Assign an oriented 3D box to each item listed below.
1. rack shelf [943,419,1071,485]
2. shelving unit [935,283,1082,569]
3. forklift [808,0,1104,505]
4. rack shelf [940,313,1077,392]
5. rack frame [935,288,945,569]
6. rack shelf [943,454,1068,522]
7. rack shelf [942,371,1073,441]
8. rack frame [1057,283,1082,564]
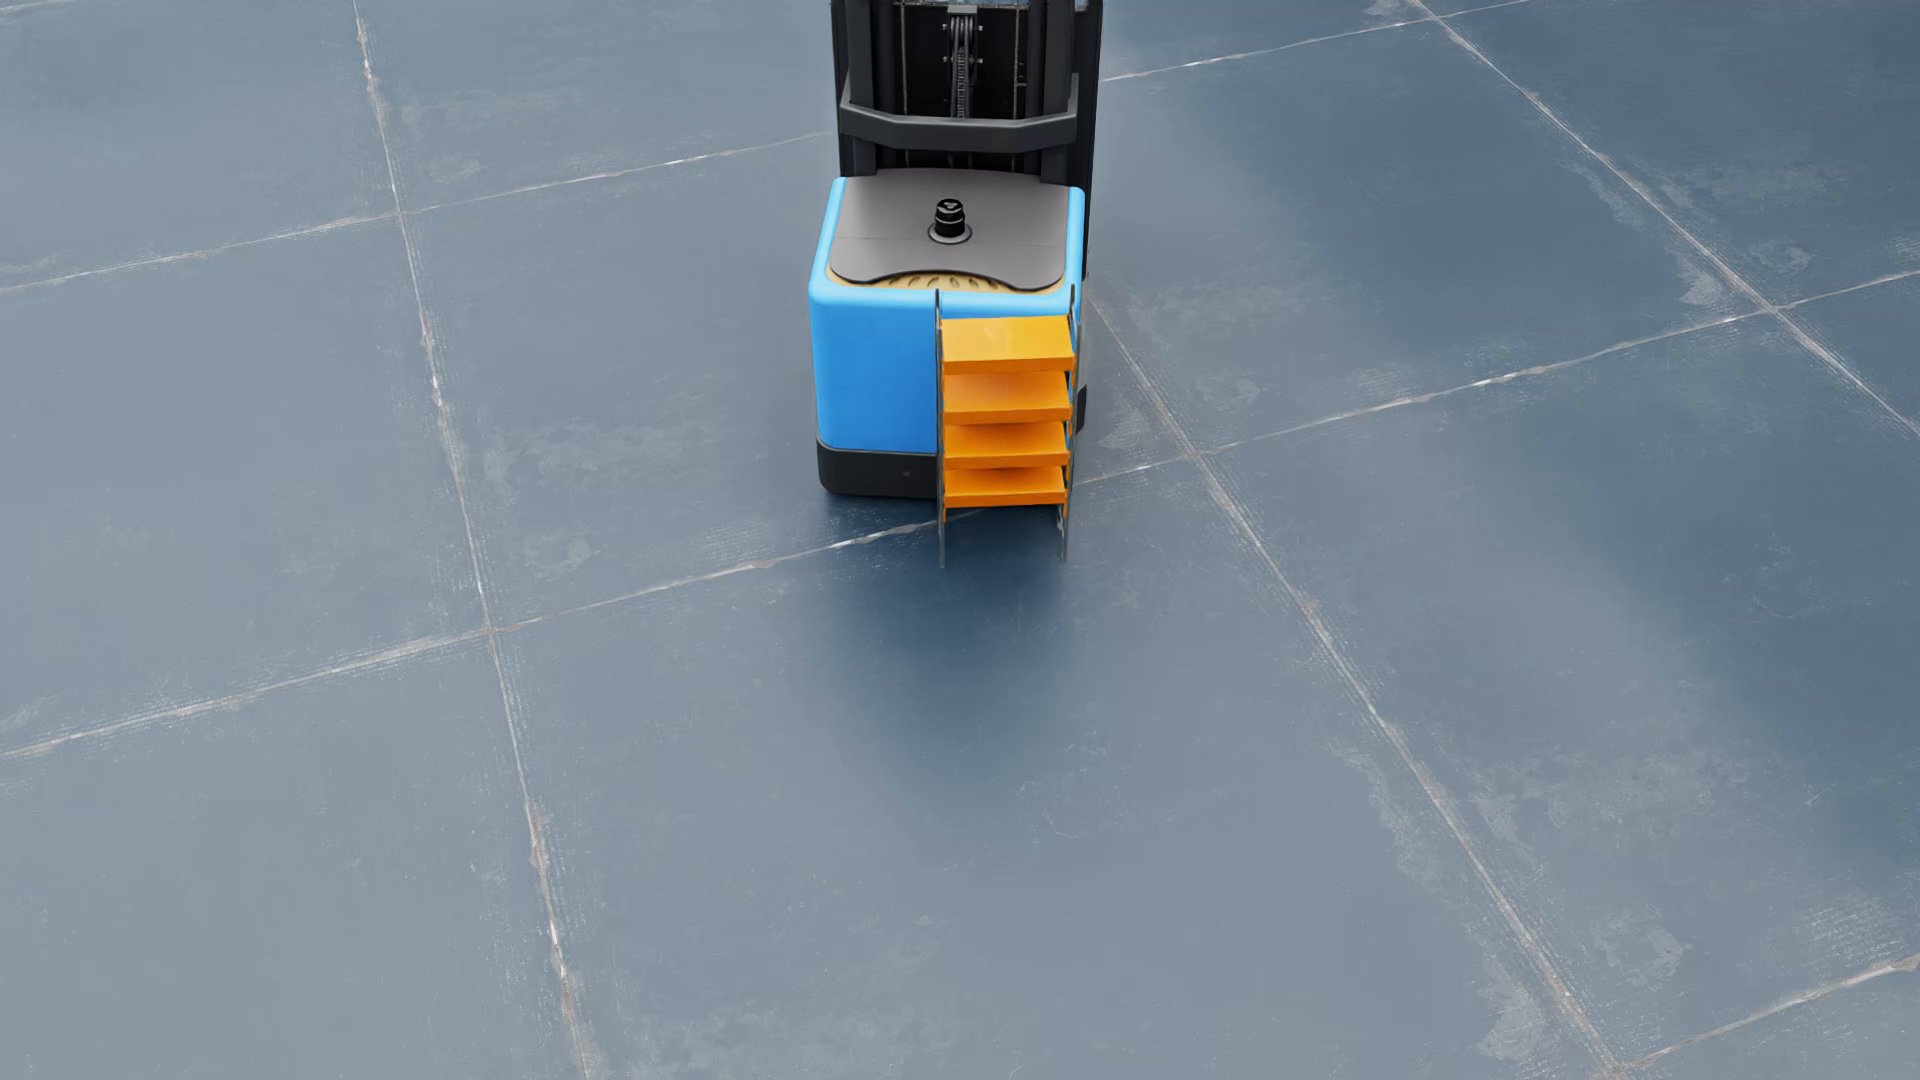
[{"bbox_3d":[0.168,-0.357,6.354,0.480,0.148,0.258,-2,45,-2],"label":"rack shelf"},{"bbox_3d":[0.168,-0.404,6.306,0.503,1.200,0.258,-2,45,-2],"label":"shelving unit"},{"bbox_3d":[0.046,-2.219,6.892,1.130,2.935,3.031,3,45,3],"label":"forklift"},{"bbox_3d":[0.168,-0.682,6.028,0.480,0.148,0.258,-2,45,-2],"label":"rack shelf"},{"bbox_3d":[-0.076,-0.395,6.296,0.015,1.200,0.240,-2,45,-2],"label":"rack frame"},{"bbox_3d":[0.168,-0.217,6.494,0.480,0.148,0.258,-2,45,-2],"label":"rack shelf"},{"bbox_3d":[0.168,-0.515,6.195,0.480,0.148,0.258,-2,45,-2],"label":"rack shelf"},{"bbox_3d":[0.411,-0.414,6.315,0.015,1.200,0.240,-2,45,-2],"label":"rack frame"}]
